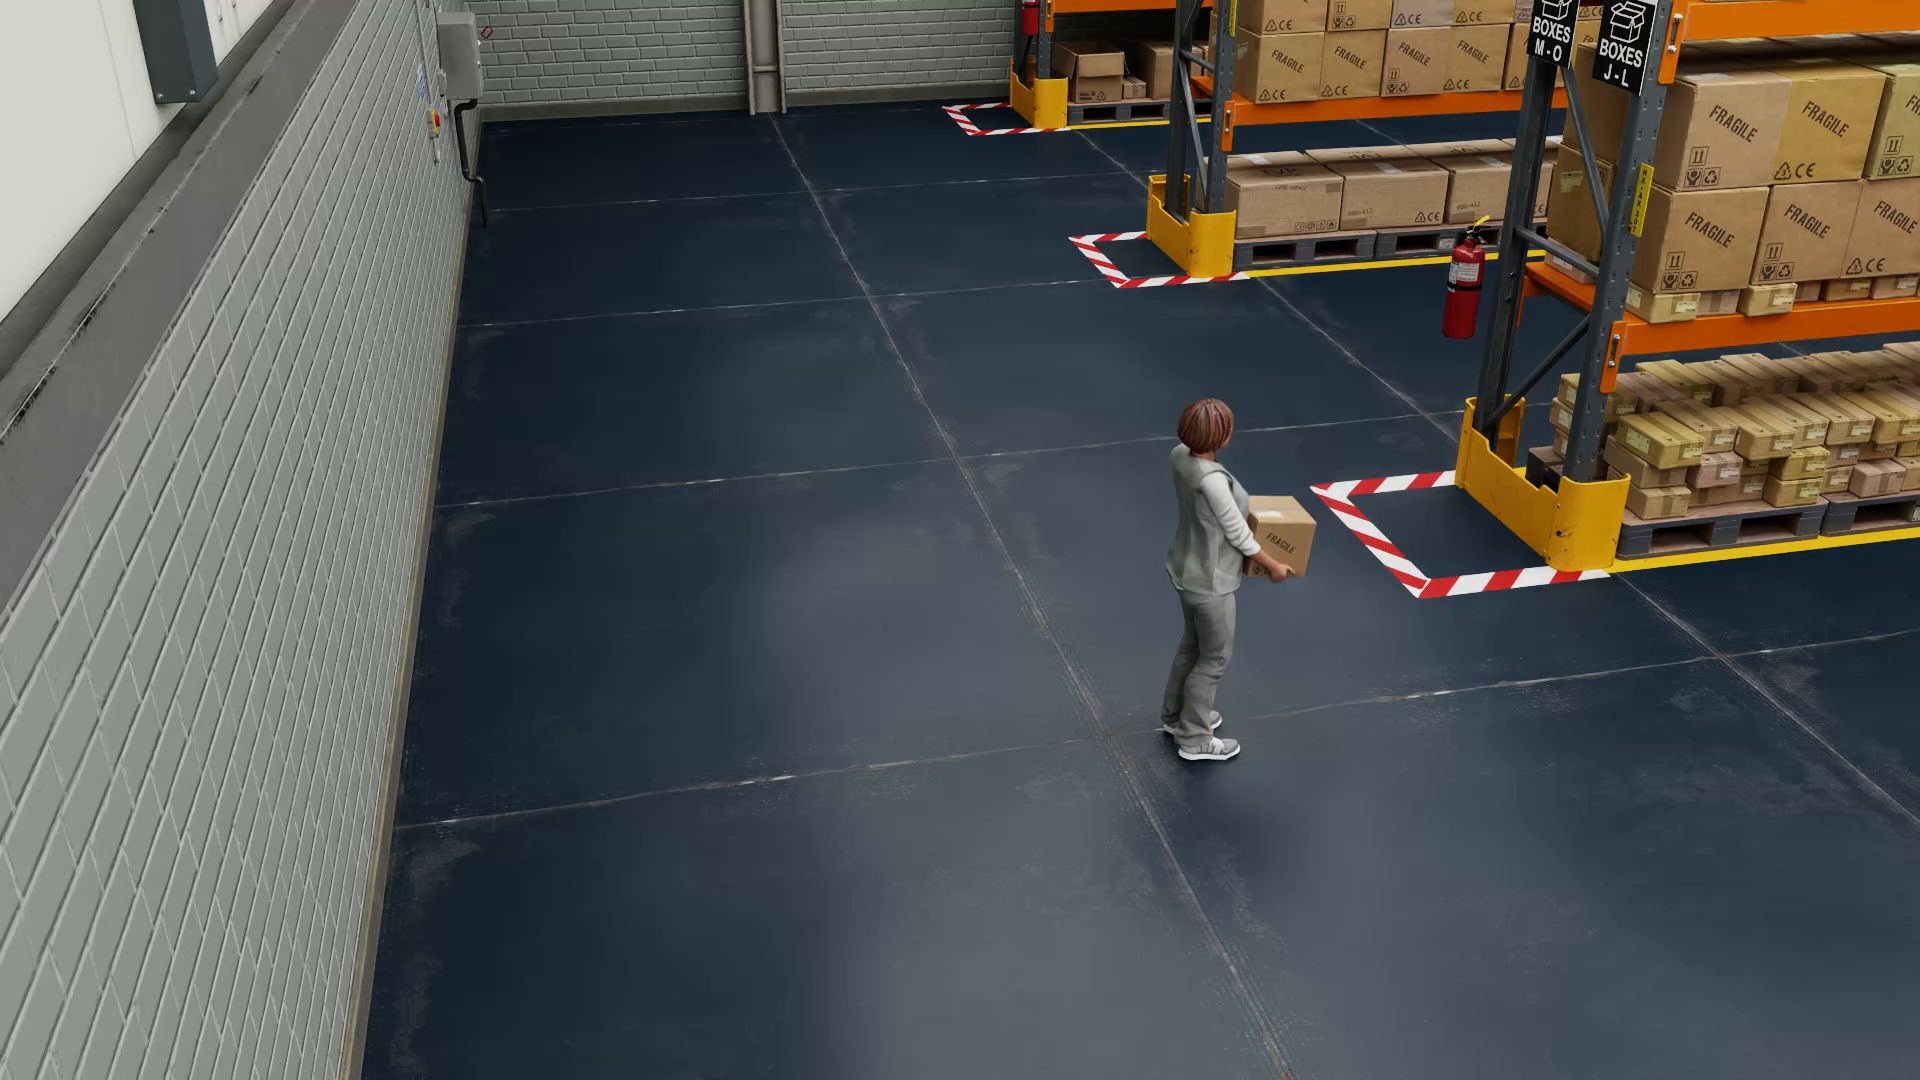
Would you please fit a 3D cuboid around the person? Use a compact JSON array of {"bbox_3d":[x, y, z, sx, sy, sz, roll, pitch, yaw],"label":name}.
[{"bbox_3d":[1.090,0.155,6.833,0.489,1.594,0.405,-6,28,-11],"label":"person"}]
